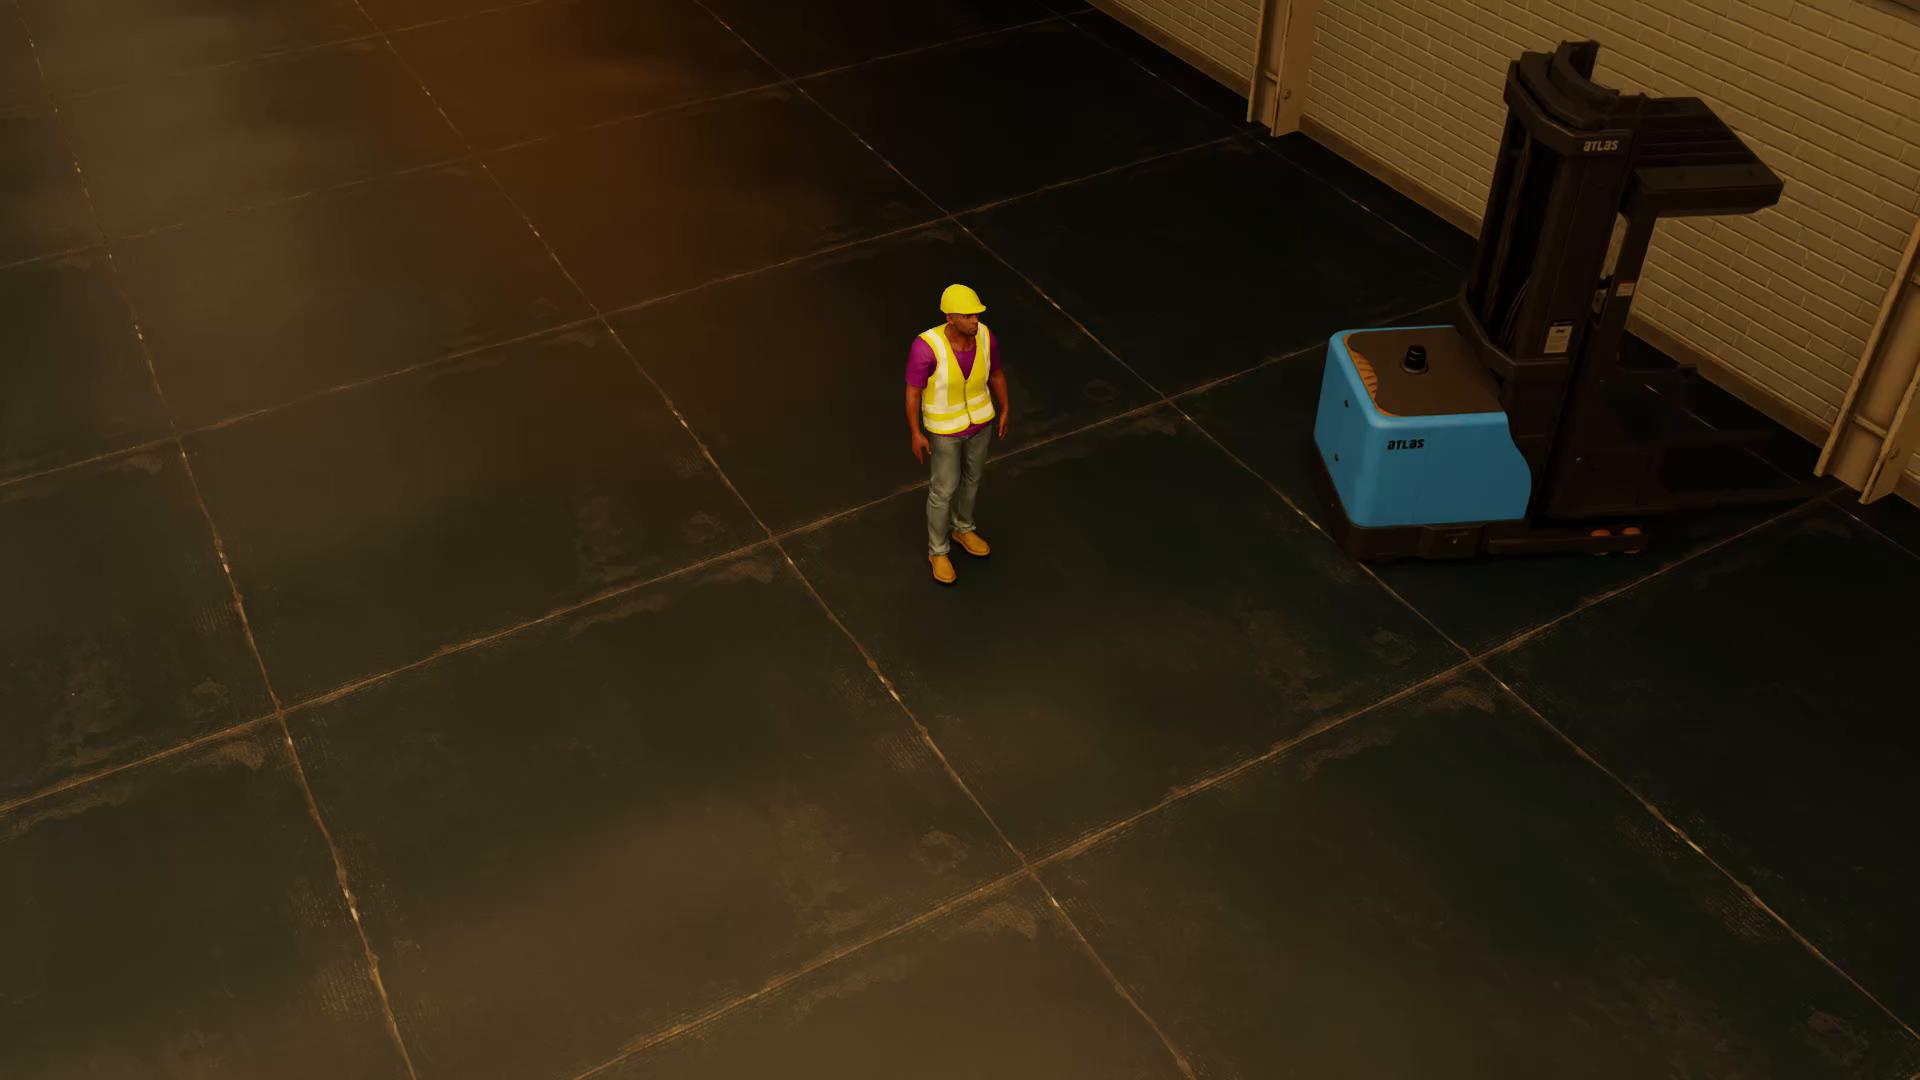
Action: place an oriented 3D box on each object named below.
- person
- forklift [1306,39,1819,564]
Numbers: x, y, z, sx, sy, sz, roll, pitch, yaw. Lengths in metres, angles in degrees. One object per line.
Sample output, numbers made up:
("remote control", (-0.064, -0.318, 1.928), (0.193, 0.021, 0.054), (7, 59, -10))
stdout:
("person", (0.031, -0.645, 9.715), (0.666, 1.768, 0.575), (-20, 44, -23))
("forklift", (3.797, -1.368, 9.685), (3.031, 2.935, 1.130), (-3, 40, -4))
